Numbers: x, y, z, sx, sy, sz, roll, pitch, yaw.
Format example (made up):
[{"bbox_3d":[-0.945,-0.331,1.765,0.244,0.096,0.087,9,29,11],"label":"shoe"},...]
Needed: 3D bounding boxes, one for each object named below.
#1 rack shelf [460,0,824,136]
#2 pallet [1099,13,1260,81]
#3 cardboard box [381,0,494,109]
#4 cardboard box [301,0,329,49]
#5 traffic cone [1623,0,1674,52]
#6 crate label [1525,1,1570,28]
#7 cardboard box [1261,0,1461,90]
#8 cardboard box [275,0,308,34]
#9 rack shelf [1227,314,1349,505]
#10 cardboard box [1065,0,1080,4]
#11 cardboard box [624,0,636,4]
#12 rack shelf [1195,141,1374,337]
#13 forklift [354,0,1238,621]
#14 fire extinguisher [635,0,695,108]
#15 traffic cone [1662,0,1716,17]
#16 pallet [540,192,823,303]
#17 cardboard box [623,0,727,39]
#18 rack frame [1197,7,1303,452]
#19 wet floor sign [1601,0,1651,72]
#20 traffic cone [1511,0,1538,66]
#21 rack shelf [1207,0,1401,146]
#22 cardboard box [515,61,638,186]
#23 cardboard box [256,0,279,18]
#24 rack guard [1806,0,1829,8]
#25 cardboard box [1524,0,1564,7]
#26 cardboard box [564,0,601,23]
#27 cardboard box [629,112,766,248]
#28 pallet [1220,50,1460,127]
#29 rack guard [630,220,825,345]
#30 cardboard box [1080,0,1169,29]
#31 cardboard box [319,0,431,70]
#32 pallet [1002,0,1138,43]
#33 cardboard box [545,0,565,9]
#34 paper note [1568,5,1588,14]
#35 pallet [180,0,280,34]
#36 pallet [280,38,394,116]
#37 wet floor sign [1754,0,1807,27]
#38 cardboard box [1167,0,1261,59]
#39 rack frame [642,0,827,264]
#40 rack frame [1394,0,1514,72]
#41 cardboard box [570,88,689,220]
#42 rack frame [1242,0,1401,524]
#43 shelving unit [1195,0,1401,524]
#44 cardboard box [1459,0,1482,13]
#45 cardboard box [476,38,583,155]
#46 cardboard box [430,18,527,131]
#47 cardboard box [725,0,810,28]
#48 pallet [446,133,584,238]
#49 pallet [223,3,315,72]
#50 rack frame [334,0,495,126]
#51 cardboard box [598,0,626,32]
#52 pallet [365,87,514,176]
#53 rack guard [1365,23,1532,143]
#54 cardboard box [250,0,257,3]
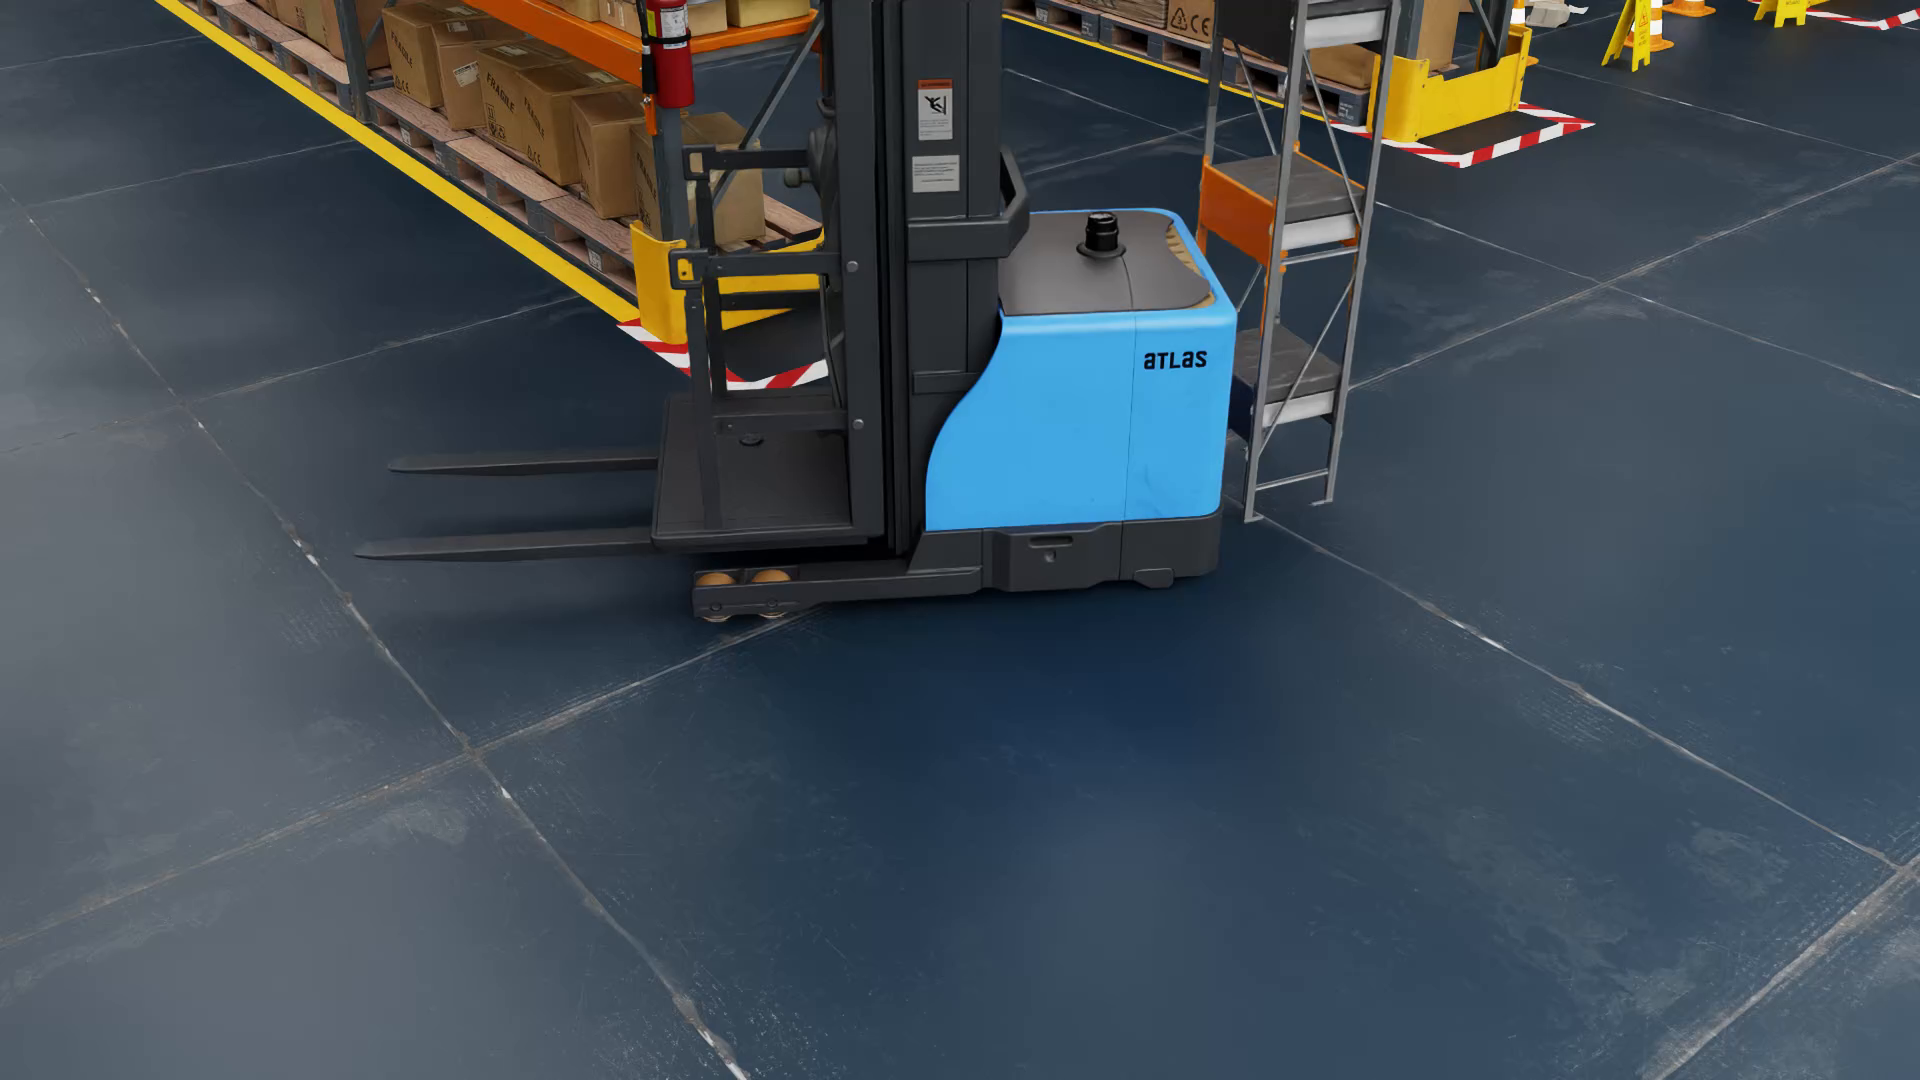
[{"bbox_3d":[-2.156,-2.921,8.792,1.077,0.370,4.000,-22,38,-31],"label":"rack shelf"},{"bbox_3d":[1.755,-3.587,11.826,1.003,0.211,1.213,-22,38,-31],"label":"pallet"},{"bbox_3d":[-3.168,-2.997,10.204,0.500,0.500,0.500,-24,39,-33],"label":"cardboard box"},{"bbox_3d":[-4.019,-3.653,11.241,0.700,0.500,0.500,-23,38,-32],"label":"cardboard box"},{"bbox_3d":[4.948,-3.783,11.902,0.336,0.463,0.334,-22,38,-31],"label":"traffic cone"},{"bbox_3d":[4.417,-3.952,12.484,0.298,0.136,0.250,12,34,19],"label":"crate label"},{"bbox_3d":[2.583,-3.493,10.647,0.875,0.875,0.875,-22,38,-31],"label":"cardboard box"},{"bbox_3d":[-4.363,-3.886,11.616,0.700,0.500,0.500,-26,40,-35],"label":"cardboard box"},{"bbox_3d":[1.168,-0.511,6.435,0.431,0.518,0.480,-13,34,-20],"label":"rack shelf"},{"bbox_3d":[0.928,-4.614,12.452,0.875,0.875,0.875,-22,38,-31],"label":"cardboard box"},{"bbox_3d":[-1.245,-2.800,7.539,0.875,0.500,0.500,-22,38,-31],"label":"cardboard box"},{"bbox_3d":[1.168,-1.105,6.065,0.431,0.518,0.480,-13,34,-20],"label":"rack shelf"},{"bbox_3d":[-0.620,-1.256,5.495,3.031,2.935,1.130,-3,32,-5],"label":"forklift"},{"bbox_3d":[-1.223,-2.164,6.964,0.296,0.674,0.183,-22,38,-31],"label":"fire extinguisher"},{"bbox_3d":[5.616,-4.284,12.709,0.336,0.463,0.334,-22,38,-31],"label":"traffic cone"},{"bbox_3d":[-1.446,-1.591,8.611,1.003,0.211,1.213,-22,38,-31],"label":"pallet"},{"bbox_3d":[-1.267,-2.339,7.411,0.380,0.149,0.250,-22,38,-31],"label":"cardboard box"},{"bbox_3d":[1.070,-1.235,6.248,0.400,2.100,0.015,-13,34,-20],"label":"rack frame"},{"bbox_3d":[4.633,-3.584,11.410,0.232,0.644,0.267,26,40,35],"label":"wet floor sign"},{"bbox_3d":[3.847,-3.559,11.542,0.336,0.463,0.334,-22,38,-31],"label":"traffic cone"},{"bbox_3d":[1.168,-1.700,5.696,0.431,0.518,0.480,-13,34,-20],"label":"rack shelf"},{"bbox_3d":[-2.061,-2.281,9.050,0.500,0.500,0.500,-19,36,-27],"label":"cardboard box"},{"bbox_3d":[-4.705,-4.119,11.991,0.700,0.500,0.500,-19,37,-28],"label":"cardboard box"},{"bbox_3d":[6.852,-4.569,13.133,1.175,0.500,0.348,-22,38,-31],"label":"rack guard"},{"bbox_3d":[4.500,-4.281,13.002,0.380,0.149,0.250,-4,32,-7],"label":"cardboard box"},{"bbox_3d":[-1.614,-2.531,7.720,0.380,0.149,0.250,-22,38,-31],"label":"cardboard box"},{"bbox_3d":[-1.299,-1.776,8.237,0.500,0.500,0.500,-15,35,-23],"label":"cardboard box"},{"bbox_3d":[2.499,-3.079,11.008,1.003,0.211,1.213,-22,38,-31],"label":"pallet"},{"bbox_3d":[-0.976,-1.363,7.971,1.175,0.500,0.348,-22,38,-31],"label":"rack guard"},{"bbox_3d":[1.484,-4.240,11.849,0.875,0.875,0.875,-22,38,-31],"label":"cardboard box"},{"bbox_3d":[-3.742,-3.448,10.911,0.700,0.500,0.500,-26,40,-35],"label":"cardboard box"},{"bbox_3d":[1.002,-4.096,12.645,1.003,0.211,1.213,-22,38,-31],"label":"pallet"},{"bbox_3d":[-1.755,-2.640,7.895,0.380,0.149,0.250,-22,38,-31],"label":"cardboard box"},{"bbox_3d":[4.747,-4.088,12.804,0.142,0.019,0.148,18,36,27],"label":"paper note"},{"bbox_3d":[-5.357,-4.217,12.839,1.003,0.211,1.213,-22,38,-31],"label":"pallet"},{"bbox_3d":[-3.861,-3.200,11.202,1.003,0.211,1.213,-22,38,-31],"label":"pallet"},{"bbox_3d":[6.170,-4.174,12.359,0.267,0.644,0.232,-10,33,-15],"label":"wet floor sign"},{"bbox_3d":[2.042,-3.859,11.236,0.875,0.875,0.875,-23,39,-32],"label":"cardboard box"},{"bbox_3d":[-0.929,-2.393,7.261,1.000,3.000,0.127,-22,38,-31],"label":"rack frame"},{"bbox_3d":[3.051,-3.956,9.777,1.000,3.000,0.127,-22,38,-31],"label":"rack frame"},{"bbox_3d":[-1.692,-2.014,8.620,0.500,0.500,0.500,-12,34,-19],"label":"cardboard box"},{"bbox_3d":[1.266,-0.999,5.868,0.400,2.100,0.015,-13,34,-20],"label":"rack frame"},{"bbox_3d":[1.168,-1.117,6.058,0.431,2.100,0.503,-13,34,-20],"label":"shelving unit"},{"bbox_3d":[3.822,-4.452,12.941,0.637,0.503,0.797,6,32,10],"label":"cardboard box"},{"bbox_3d":[-2.368,-2.528,9.448,0.500,0.500,0.500,-26,40,-35],"label":"cardboard box"},{"bbox_3d":[-2.811,-2.761,9.824,0.500,0.500,0.500,-11,33,-16],"label":"cardboard box"},{"bbox_3d":[-0.916,-2.483,7.642,0.380,0.149,0.250,-22,38,-31],"label":"cardboard box"},{"bbox_3d":[-2.190,-2.099,9.429,1.003,0.211,1.213,-22,38,-31],"label":"pallet"},{"bbox_3d":[-4.613,-3.709,12.021,1.003,0.211,1.213,-22,38,-31],"label":"pallet"},{"bbox_3d":[-3.382,-4.060,9.945,1.000,3.000,0.127,-22,38,-31],"label":"rack frame"},{"bbox_3d":[-1.420,-2.443,7.579,0.380,0.149,0.250,-22,38,-31],"label":"cardboard box"},{"bbox_3d":[-2.942,-2.607,10.248,1.003,0.211,1.213,-22,38,-31],"label":"pallet"},{"bbox_3d":[3.066,-2.884,10.420,1.175,0.500,0.348,-22,38,-31],"label":"rack guard"},{"bbox_3d":[-5.058,-4.353,12.367,0.700,0.500,0.500,-26,40,-35],"label":"cardboard box"}]
